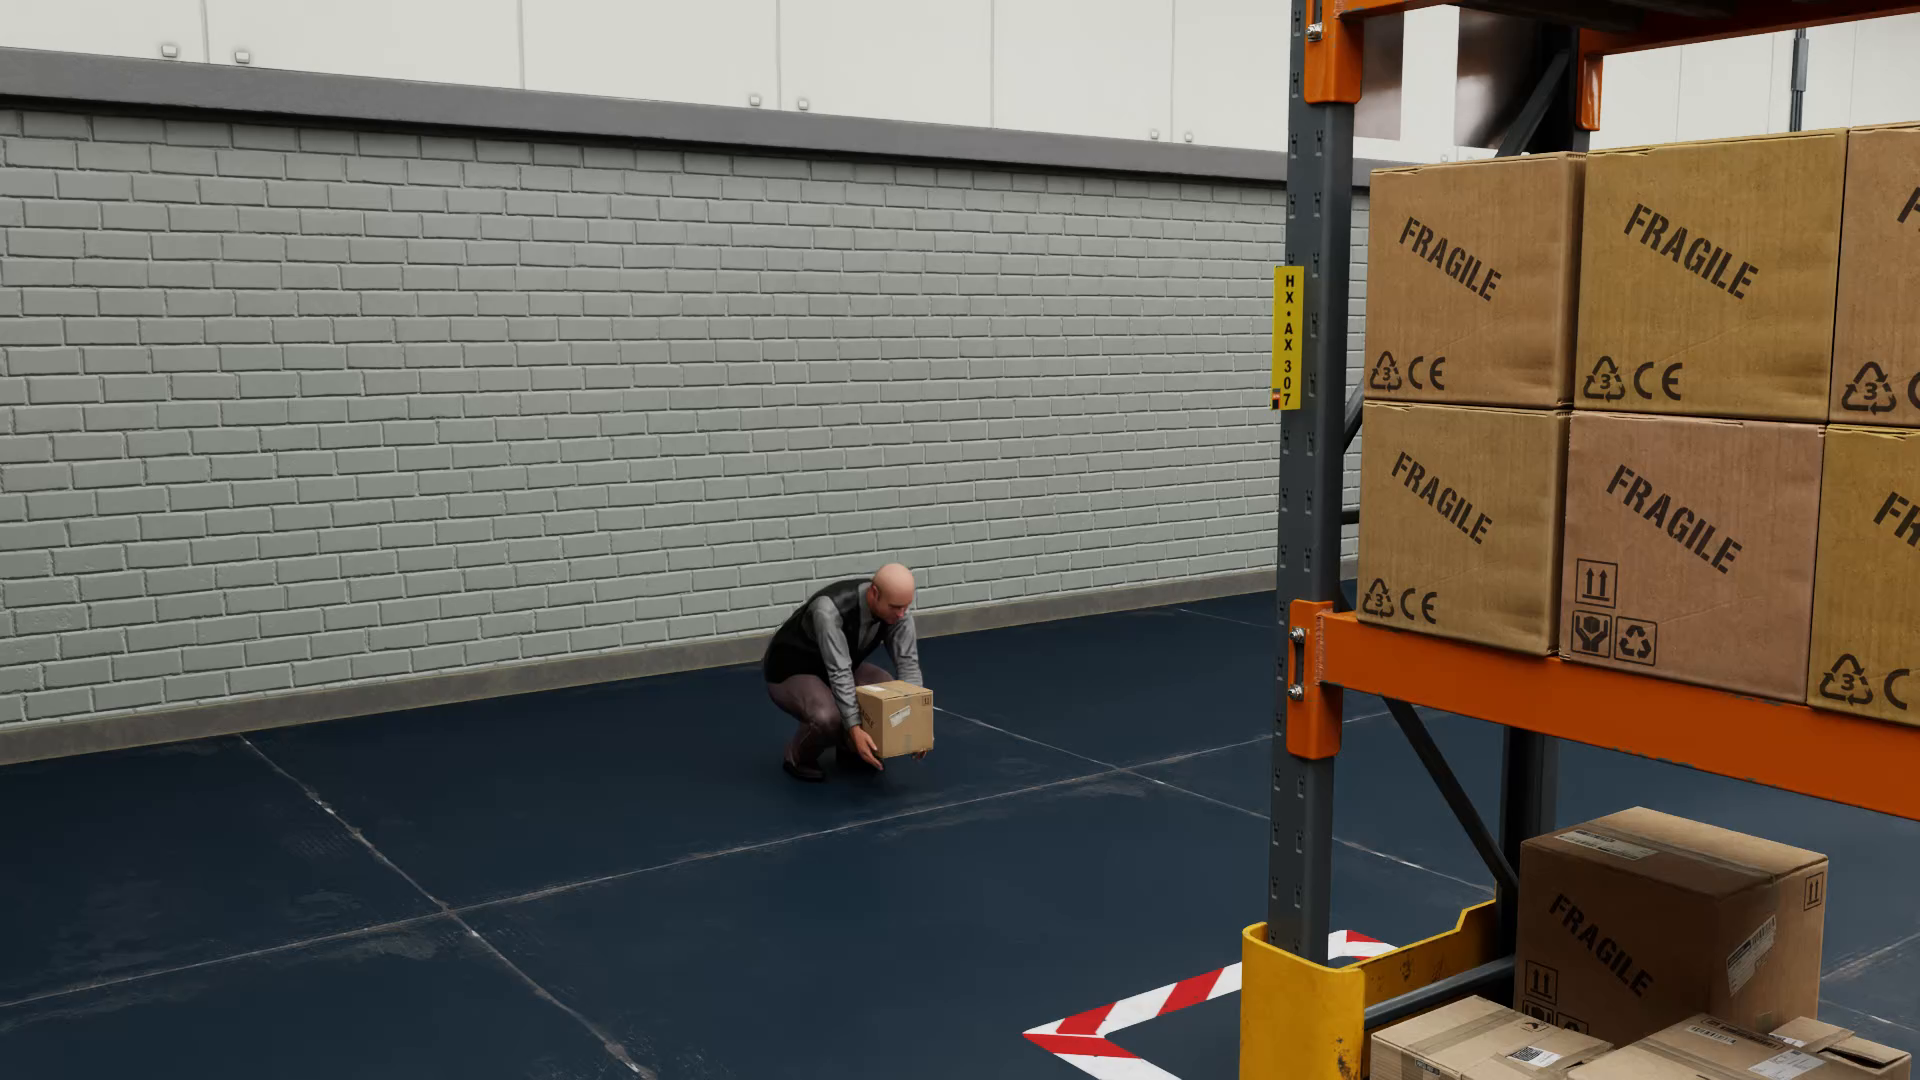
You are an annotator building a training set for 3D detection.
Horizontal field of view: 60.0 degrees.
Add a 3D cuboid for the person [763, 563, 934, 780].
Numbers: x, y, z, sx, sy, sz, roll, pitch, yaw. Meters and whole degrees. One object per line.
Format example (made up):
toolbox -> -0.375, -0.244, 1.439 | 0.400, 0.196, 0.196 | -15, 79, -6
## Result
person -> -0.468, 0.554, 7.150 | 0.520, 0.973, 0.856 | -6, 10, -37
